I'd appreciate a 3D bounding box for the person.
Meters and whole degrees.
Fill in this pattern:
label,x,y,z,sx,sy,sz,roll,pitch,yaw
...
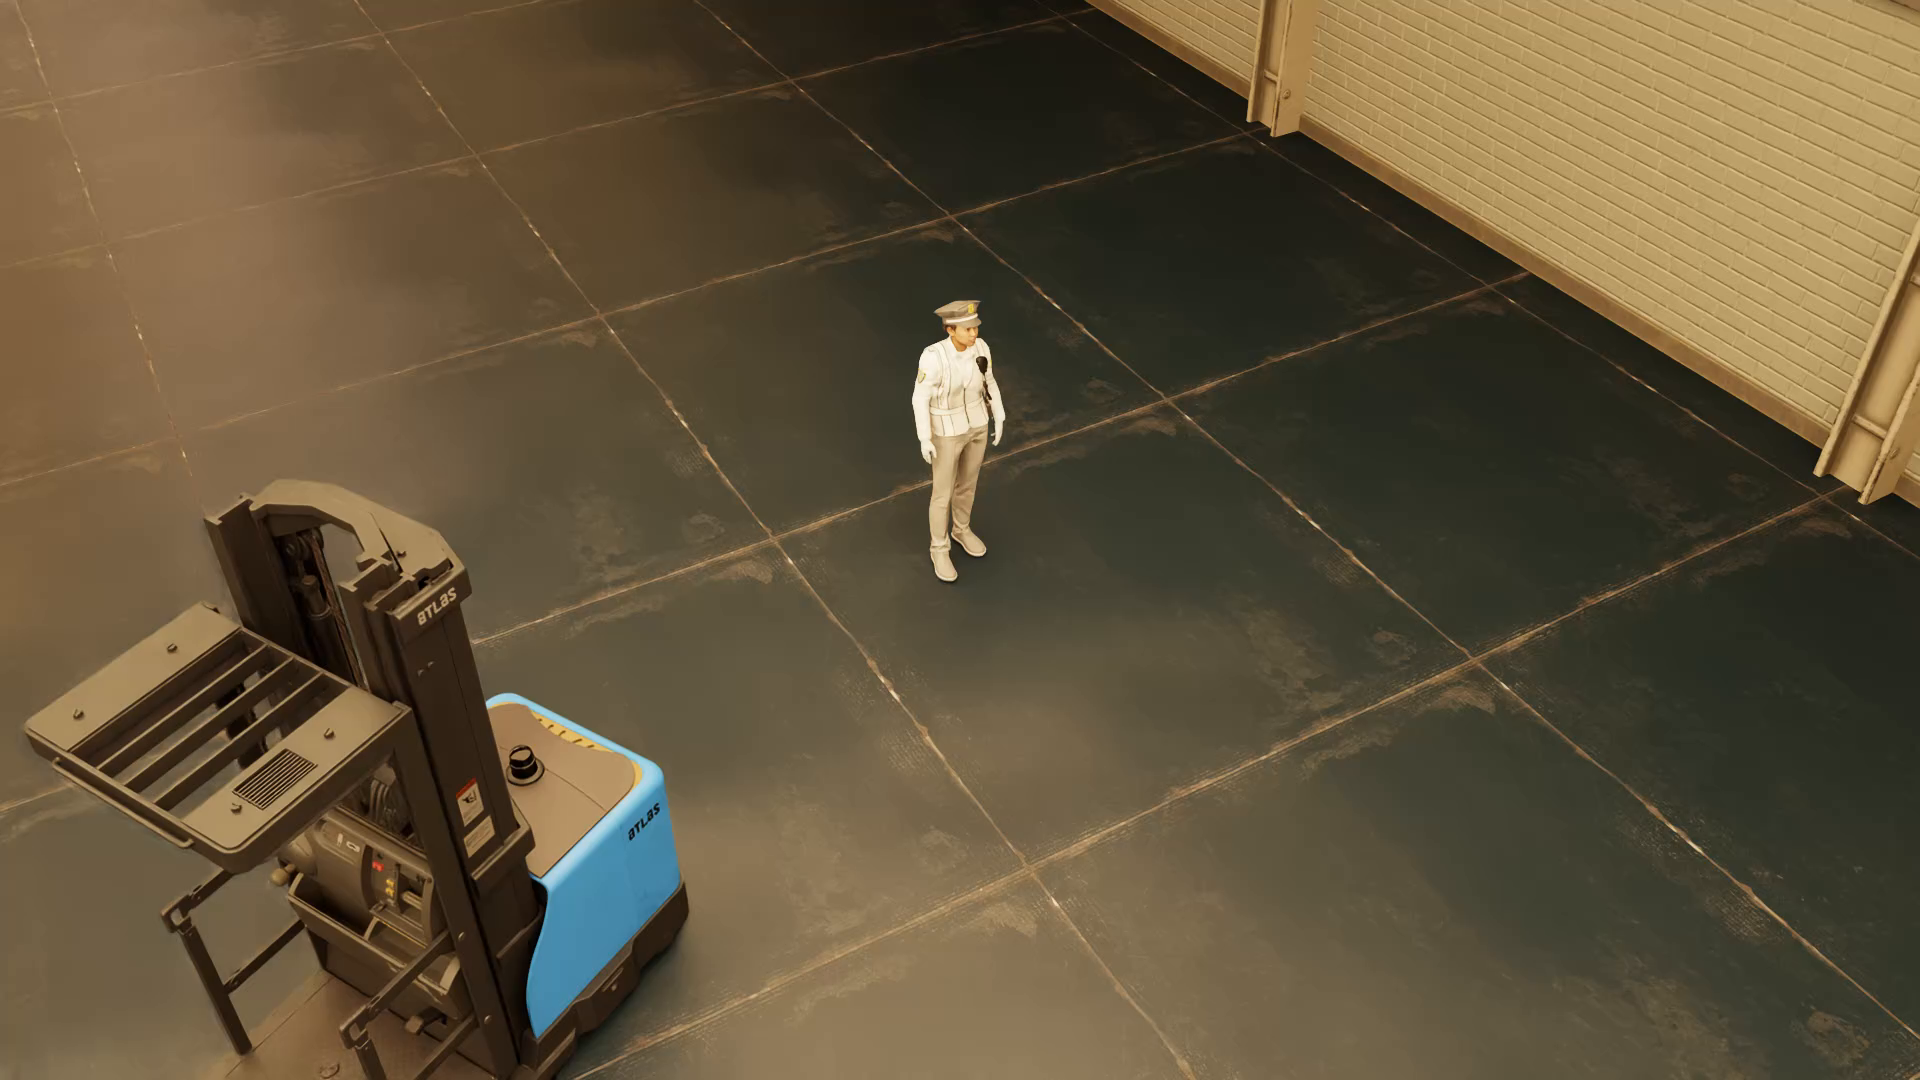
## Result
label,x,y,z,sx,sy,sz,roll,pitch,yaw
person,0.036,-0.609,9.728,0.586,1.694,0.501,-20,44,-23

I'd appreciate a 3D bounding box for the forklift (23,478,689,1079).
label,x,y,z,sx,sy,sz,roll,pitch,yaw
forklift,-2.512,1.356,6.402,1.130,2.935,3.031,21,44,24
